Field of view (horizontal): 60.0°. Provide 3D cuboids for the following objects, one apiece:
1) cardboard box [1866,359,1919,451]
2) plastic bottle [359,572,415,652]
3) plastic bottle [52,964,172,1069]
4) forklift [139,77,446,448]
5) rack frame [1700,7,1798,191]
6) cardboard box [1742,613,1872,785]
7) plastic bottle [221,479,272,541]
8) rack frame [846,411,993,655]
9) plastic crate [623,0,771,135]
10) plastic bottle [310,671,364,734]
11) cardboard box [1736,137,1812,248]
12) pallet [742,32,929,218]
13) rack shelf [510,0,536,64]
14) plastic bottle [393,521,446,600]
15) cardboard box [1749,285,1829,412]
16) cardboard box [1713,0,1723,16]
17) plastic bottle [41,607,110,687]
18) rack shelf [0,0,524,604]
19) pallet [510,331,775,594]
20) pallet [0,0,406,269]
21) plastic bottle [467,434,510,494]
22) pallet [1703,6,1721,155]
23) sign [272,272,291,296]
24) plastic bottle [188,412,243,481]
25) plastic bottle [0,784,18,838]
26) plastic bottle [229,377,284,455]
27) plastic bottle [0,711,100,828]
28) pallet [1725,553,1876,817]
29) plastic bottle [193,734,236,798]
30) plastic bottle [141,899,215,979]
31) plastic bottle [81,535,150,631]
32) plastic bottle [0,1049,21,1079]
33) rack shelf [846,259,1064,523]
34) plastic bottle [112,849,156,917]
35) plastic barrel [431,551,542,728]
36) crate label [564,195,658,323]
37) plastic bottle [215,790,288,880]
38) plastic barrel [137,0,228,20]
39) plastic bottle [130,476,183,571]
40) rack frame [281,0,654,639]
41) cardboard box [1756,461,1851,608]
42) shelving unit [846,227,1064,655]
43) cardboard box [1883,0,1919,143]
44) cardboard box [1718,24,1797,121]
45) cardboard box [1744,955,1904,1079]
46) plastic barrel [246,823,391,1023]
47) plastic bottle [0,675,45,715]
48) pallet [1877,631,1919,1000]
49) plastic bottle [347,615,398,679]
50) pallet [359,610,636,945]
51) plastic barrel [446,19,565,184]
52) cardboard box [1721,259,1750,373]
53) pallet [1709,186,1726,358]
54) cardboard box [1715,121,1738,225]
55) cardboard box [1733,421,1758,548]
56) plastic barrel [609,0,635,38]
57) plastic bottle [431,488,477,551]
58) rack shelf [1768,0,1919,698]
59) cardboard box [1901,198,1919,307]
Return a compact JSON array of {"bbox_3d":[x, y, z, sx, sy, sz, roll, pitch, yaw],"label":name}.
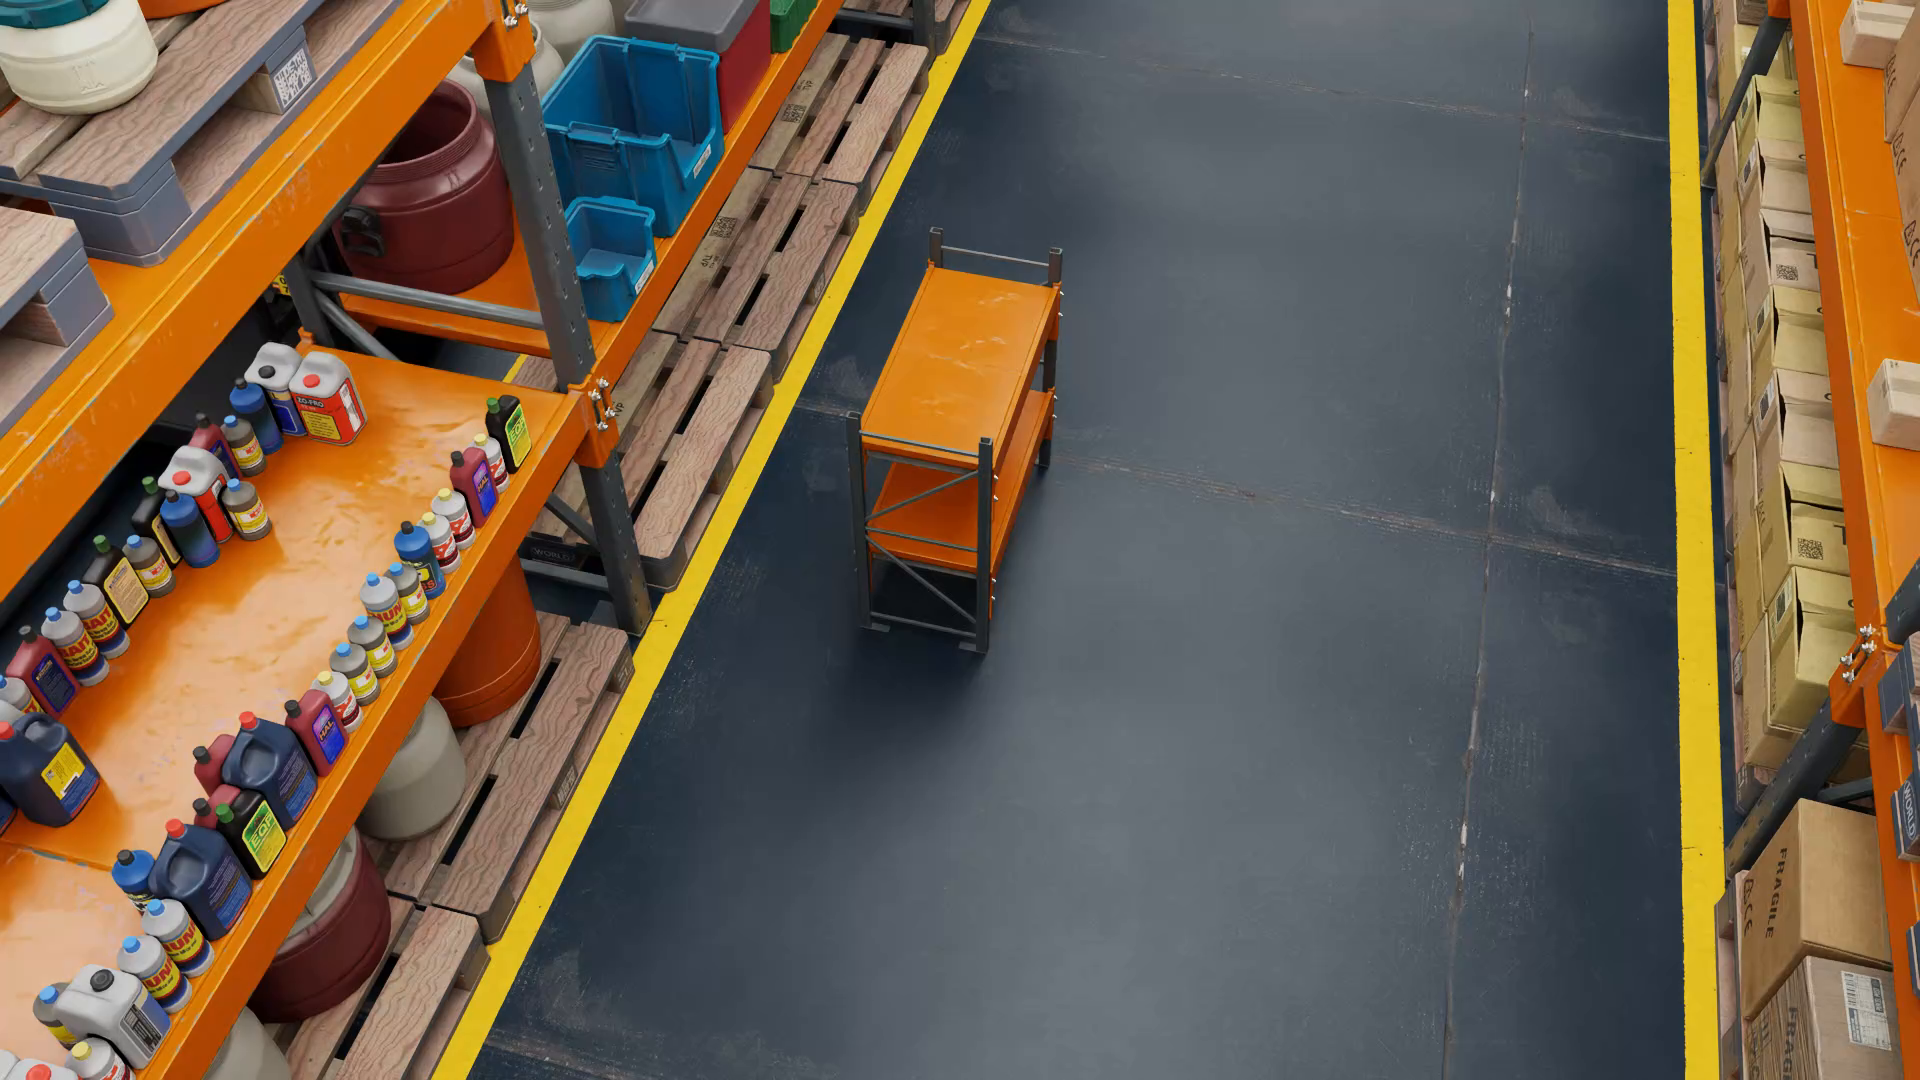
[{"bbox_3d":[3.067,-0.401,5.190,0.380,0.149,0.250,12,50,10],"label":"cardboard box"},{"bbox_3d":[-1.587,0.188,4.588,0.097,0.271,0.097,0,49,0],"label":"plastic bottle"},{"bbox_3d":[-1.940,1.078,3.800,0.152,0.276,0.135,12,50,10],"label":"plastic bottle"},{"bbox_3d":[-3.032,-1.533,6.067,1.130,2.935,3.031,12,50,10],"label":"forklift"},{"bbox_3d":[4.149,-2.673,7.027,1.000,3.000,0.127,12,50,10],"label":"rack frame"},{"bbox_3d":[3.000,0.563,5.725,0.500,0.250,0.500,13,50,11],"label":"cardboard box"},{"bbox_3d":[-2.104,-0.099,4.888,0.097,0.201,0.097,0,49,0],"label":"plastic bottle"},{"bbox_3d":[-0.136,0.000,5.918,0.500,1.125,0.032,12,50,10],"label":"rack frame"},{"bbox_3d":[-0.961,-1.889,6.293,0.402,0.464,0.583,12,50,10],"label":"plastic crate"},{"bbox_3d":[-1.664,0.423,4.428,0.097,0.201,0.097,0,49,0],"label":"plastic bottle"},{"bbox_3d":[3.663,-1.476,7.151,0.500,0.311,0.500,11,49,10],"label":"cardboard box"},{"bbox_3d":[-0.798,-2.154,8.429,1.003,0.211,1.213,12,50,10],"label":"pallet"},{"bbox_3d":[-1.155,-2.961,5.760,1.077,0.370,4.000,12,50,10],"label":"rack shelf"},{"bbox_3d":[-1.536,0.047,4.712,0.097,0.271,0.097,0,49,0],"label":"plastic bottle"},{"bbox_3d":[3.397,-0.725,6.488,0.500,0.311,0.500,13,50,11],"label":"cardboard box"},{"bbox_3d":[4.319,-3.005,8.874,0.500,0.250,0.500,12,50,10],"label":"cardboard box"},{"bbox_3d":[-2.407,0.279,4.508,0.097,0.271,0.097,0,49,0],"label":"plastic bottle"},{"bbox_3d":[-2.208,-0.067,3.207,1.077,0.370,4.000,12,50,10],"label":"rack shelf"},{"bbox_3d":[-1.440,-0.389,6.872,1.003,0.211,1.213,12,50,10],"label":"pallet"},{"bbox_3d":[-1.977,-1.156,3.813,1.003,0.211,1.213,12,50,10],"label":"pallet"},{"bbox_3d":[-1.424,-0.237,5.010,0.097,0.201,0.097,0,49,0],"label":"plastic bottle"},{"bbox_3d":[4.399,-2.317,8.573,1.003,0.211,1.213,12,50,10],"label":"pallet"},{"bbox_3d":[-2.214,-0.917,5.369,0.100,0.325,0.005,12,50,10],"label":"sign"},{"bbox_3d":[-2.238,-0.243,4.960,0.061,0.283,0.133,12,50,10],"label":"plastic bottle"},{"bbox_3d":[-2.518,0.624,4.150,0.144,0.351,0.185,12,50,10],"label":"plastic bottle"},{"bbox_3d":[-2.164,-0.389,5.098,0.097,0.271,0.097,0,49,0],"label":"plastic bottle"},{"bbox_3d":[-2.336,0.557,4.210,0.144,0.351,0.185,12,50,10],"label":"plastic bottle"},{"bbox_3d":[3.351,0.556,6.038,1.003,0.211,1.213,12,50,10],"label":"pallet"},{"bbox_3d":[-1.865,0.588,4.227,0.061,0.283,0.133,12,50,10],"label":"plastic bottle"},{"bbox_3d":[-1.857,0.930,3.933,0.097,0.271,0.097,0,49,0],"label":"plastic bottle"},{"bbox_3d":[-2.369,0.118,4.642,0.061,0.283,0.133,12,50,10],"label":"plastic bottle"},{"bbox_3d":[-2.148,1.215,3.678,0.152,0.276,0.135,12,50,10],"label":"plastic bottle"},{"bbox_3d":[-0.002,-0.561,6.023,0.538,0.278,1.000,12,50,10],"label":"rack shelf"},{"bbox_3d":[-1.971,0.831,4.020,0.097,0.271,0.097,0,49,0],"label":"plastic bottle"},{"bbox_3d":[-1.794,0.177,5.679,0.600,0.830,0.708,12,50,10],"label":"plastic barrel"},{"bbox_3d":[-1.209,-0.935,5.605,0.303,0.233,0.416,12,50,10],"label":"crate label"},{"bbox_3d":[-1.761,0.713,4.117,0.061,0.283,0.133,12,50,10],"label":"plastic bottle"},{"bbox_3d":[-1.834,-1.623,3.534,0.600,0.830,0.708,12,50,10],"label":"plastic barrel"},{"bbox_3d":[-2.308,-0.049,4.789,0.061,0.283,0.133,12,50,10],"label":"plastic bottle"},{"bbox_3d":[-1.681,-0.760,5.339,1.000,3.000,0.127,12,50,10],"label":"rack frame"},{"bbox_3d":[3.127,0.001,5.847,0.500,0.311,0.500,11,49,9],"label":"cardboard box"},{"bbox_3d":[-0.002,-0.367,6.243,0.538,1.125,1.048,12,50,10],"label":"shelving unit"},{"bbox_3d":[3.793,-1.772,6.166,0.500,0.500,0.500,15,50,13],"label":"cardboard box"},{"bbox_3d":[4.060,-2.280,8.235,0.500,0.250,0.500,12,50,10],"label":"cardboard box"},{"bbox_3d":[2.569,1.555,4.670,0.500,0.500,0.500,10,49,9],"label":"cardboard box"},{"bbox_3d":[-2.091,1.074,5.049,0.600,0.588,0.708,12,50,10],"label":"plastic barrel"},{"bbox_3d":[-2.468,0.446,4.360,0.097,0.271,0.097,0,49,0],"label":"plastic bottle"},{"bbox_3d":[2.986,0.788,4.100,1.213,0.211,1.003,12,50,10],"label":"pallet"},{"bbox_3d":[-1.613,0.282,4.552,0.097,0.201,0.097,0,49,0],"label":"plastic bottle"},{"bbox_3d":[-1.849,0.742,5.873,1.003,0.211,1.213,12,50,10],"label":"pallet"},{"bbox_3d":[-1.617,-1.583,5.991,0.421,0.512,0.421,0,49,0],"label":"plastic barrel"},{"bbox_3d":[3.535,-0.914,7.029,0.500,0.250,0.500,10,49,9],"label":"cardboard box"},{"bbox_3d":[3.993,-1.209,7.595,1.003,0.211,1.213,12,50,10],"label":"pallet"},{"bbox_3d":[3.804,-1.659,7.686,0.500,0.250,0.500,10,49,9],"label":"cardboard box"},{"bbox_3d":[3.267,-0.174,6.375,0.500,0.250,0.500,13,50,11],"label":"cardboard box"},{"bbox_3d":[-1.399,-2.205,6.524,0.433,0.535,0.433,0,49,0],"label":"plastic barrel"},{"bbox_3d":[-1.485,-0.070,4.863,0.097,0.201,0.097,0,49,0],"label":"plastic bottle"},{"bbox_3d":[3.623,-0.988,6.020,1.077,0.370,4.000,12,50,10],"label":"rack shelf"},{"bbox_3d":[3.522,-1.029,5.510,0.500,0.500,0.500,9,49,8],"label":"cardboard box"}]
